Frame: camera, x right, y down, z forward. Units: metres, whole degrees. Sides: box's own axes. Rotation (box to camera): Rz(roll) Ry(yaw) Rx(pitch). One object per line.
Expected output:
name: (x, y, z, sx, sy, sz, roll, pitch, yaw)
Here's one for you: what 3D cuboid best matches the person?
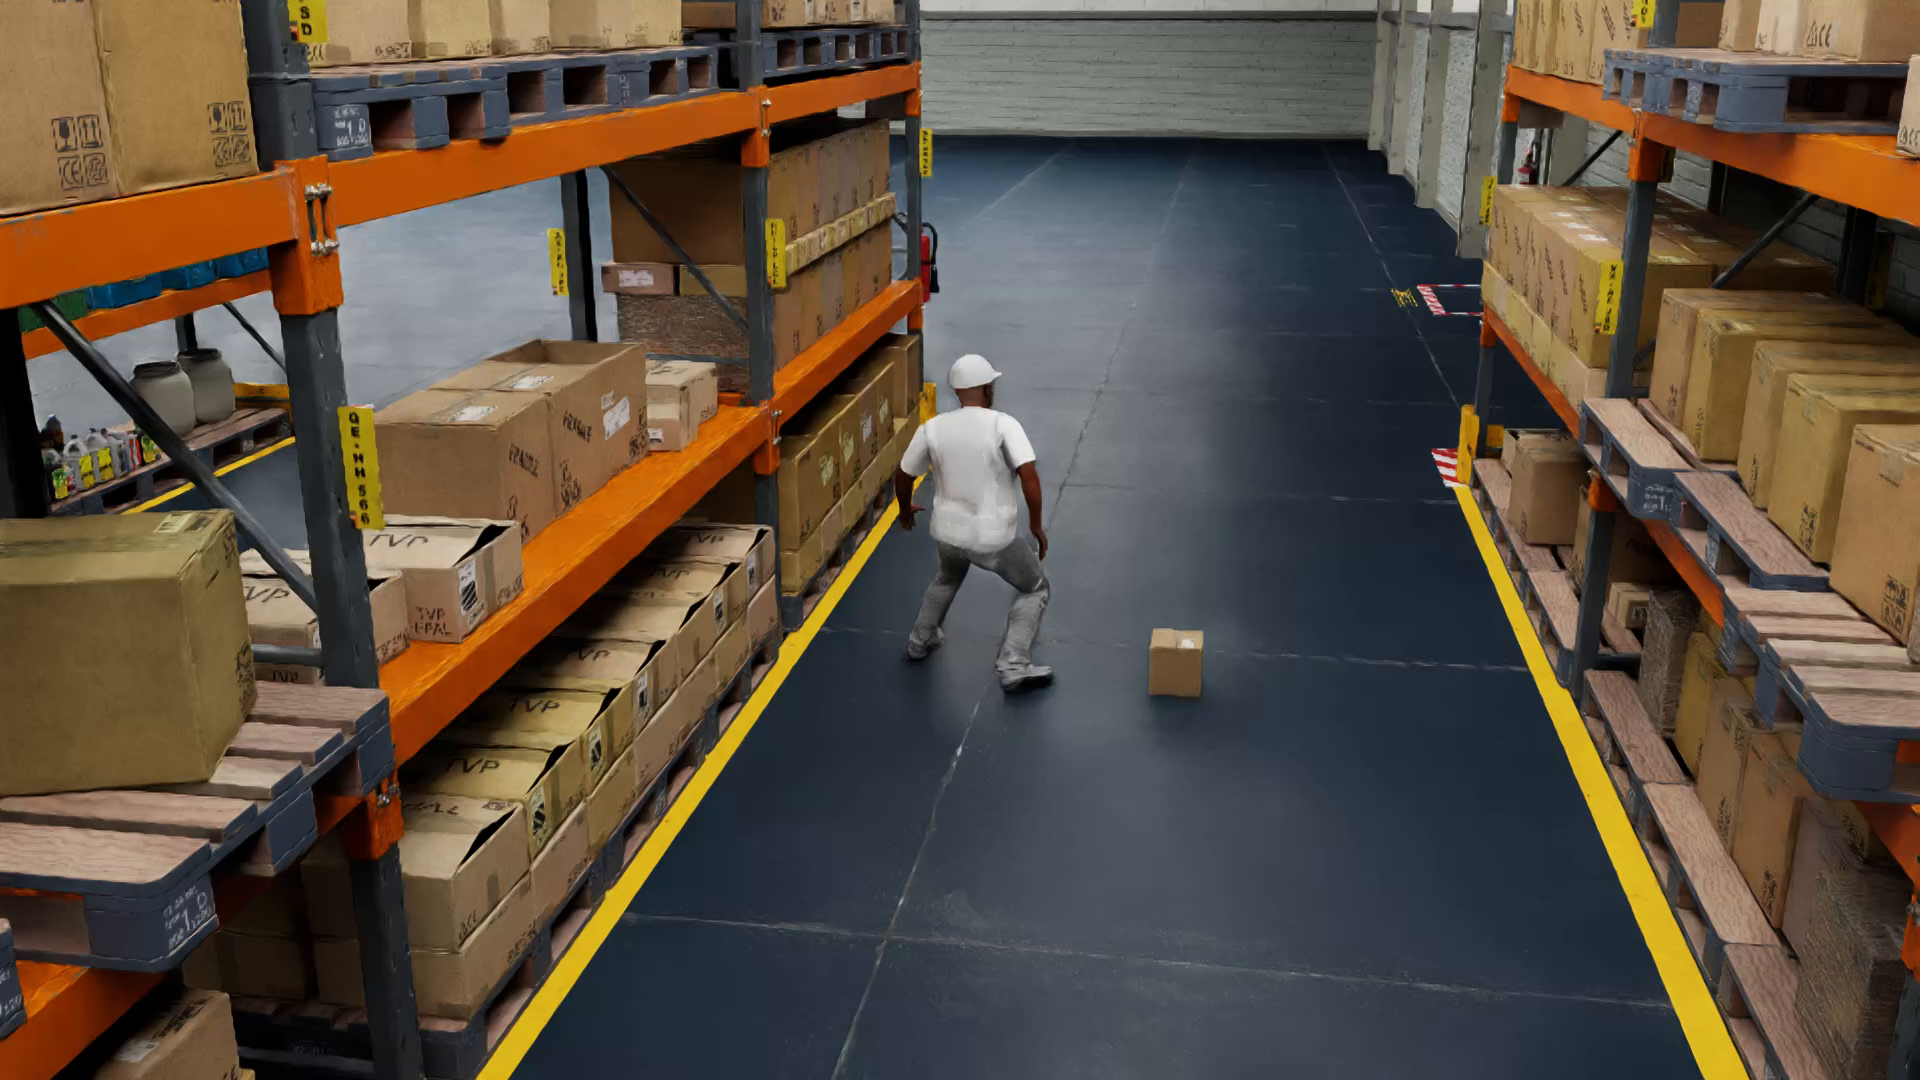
person: (0.077, -0.108, 8.123, 0.897, 1.614, 0.537, 11, 21, 30)
